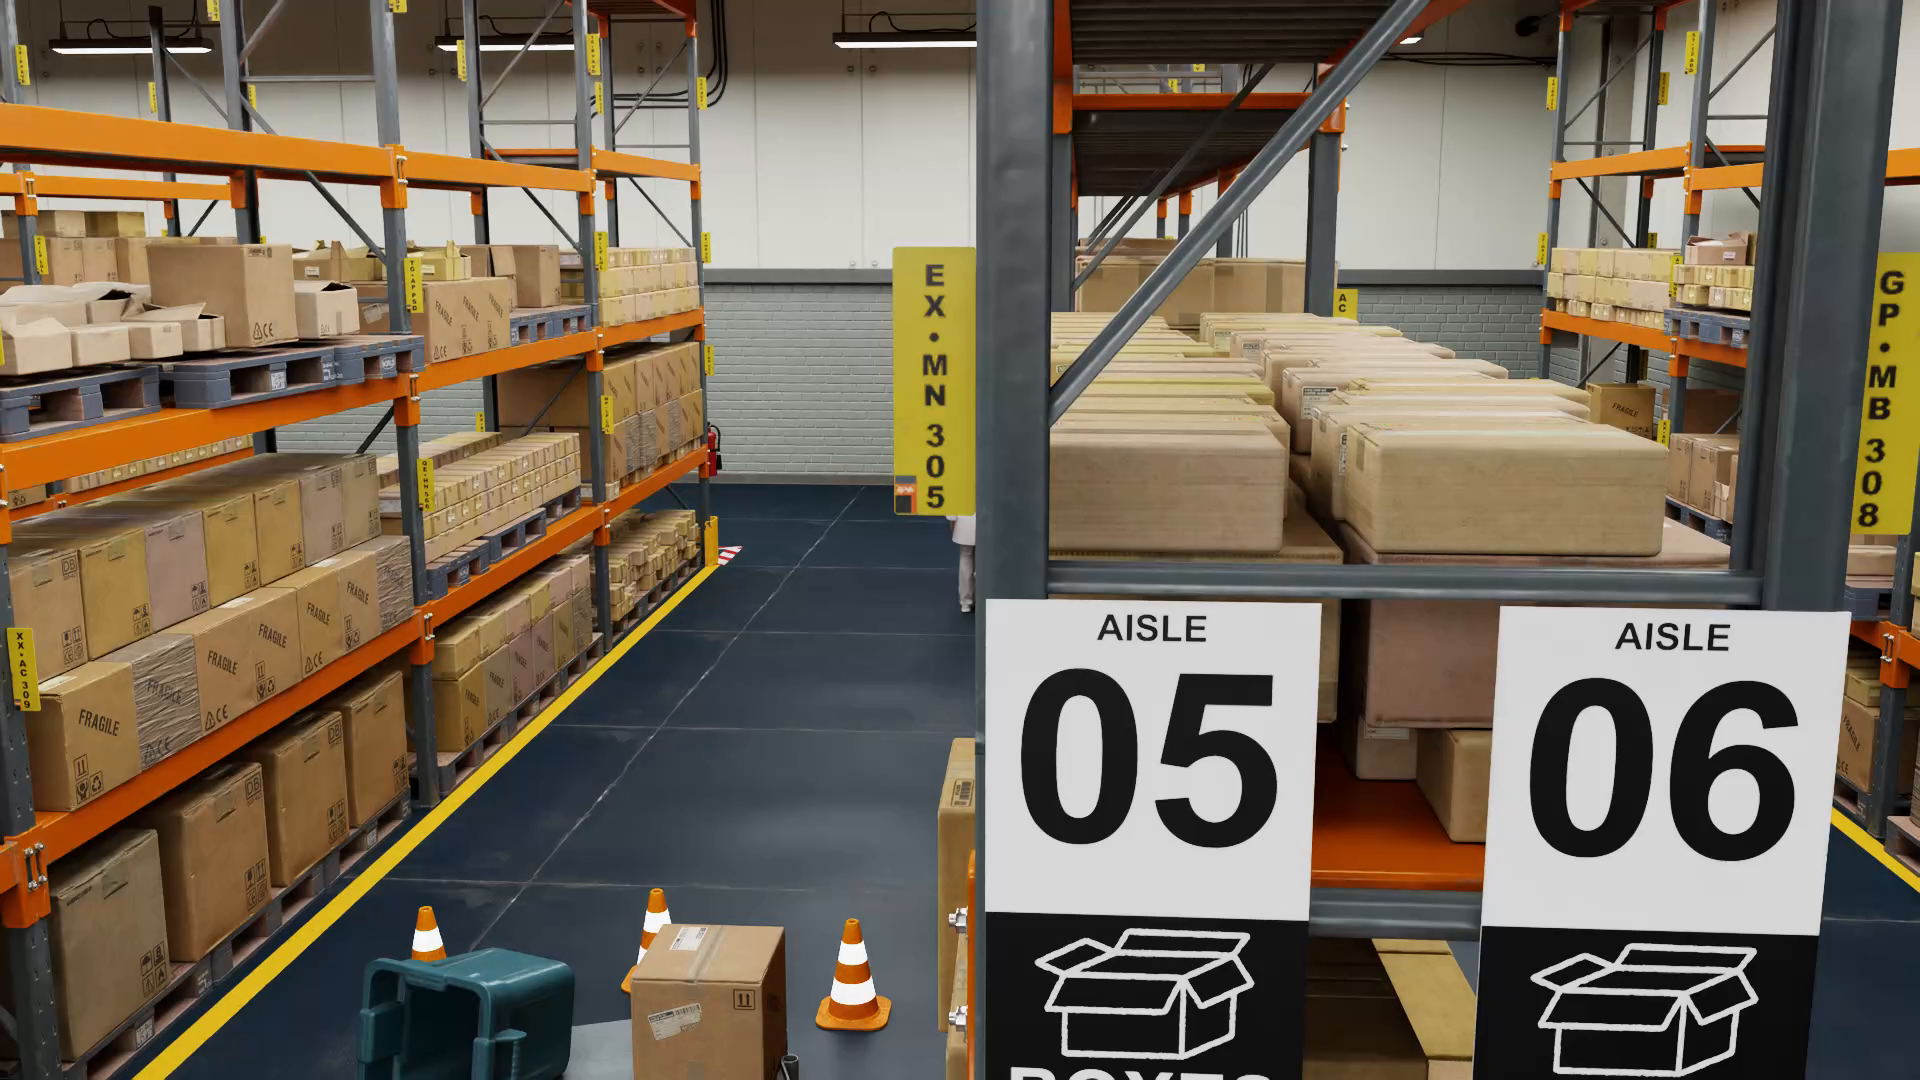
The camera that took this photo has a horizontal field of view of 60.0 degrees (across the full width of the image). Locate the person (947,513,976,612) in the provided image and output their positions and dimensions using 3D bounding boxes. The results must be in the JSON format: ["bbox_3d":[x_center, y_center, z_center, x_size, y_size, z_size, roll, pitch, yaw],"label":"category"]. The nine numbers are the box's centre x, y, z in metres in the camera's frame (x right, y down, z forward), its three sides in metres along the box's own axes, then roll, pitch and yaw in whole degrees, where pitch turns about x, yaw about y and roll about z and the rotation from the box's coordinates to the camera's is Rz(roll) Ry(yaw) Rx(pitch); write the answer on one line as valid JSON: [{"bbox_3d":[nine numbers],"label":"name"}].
[{"bbox_3d":[0.158,-0.161,15.973,0.575,1.831,0.482,1,11,5],"label":"person"}]
